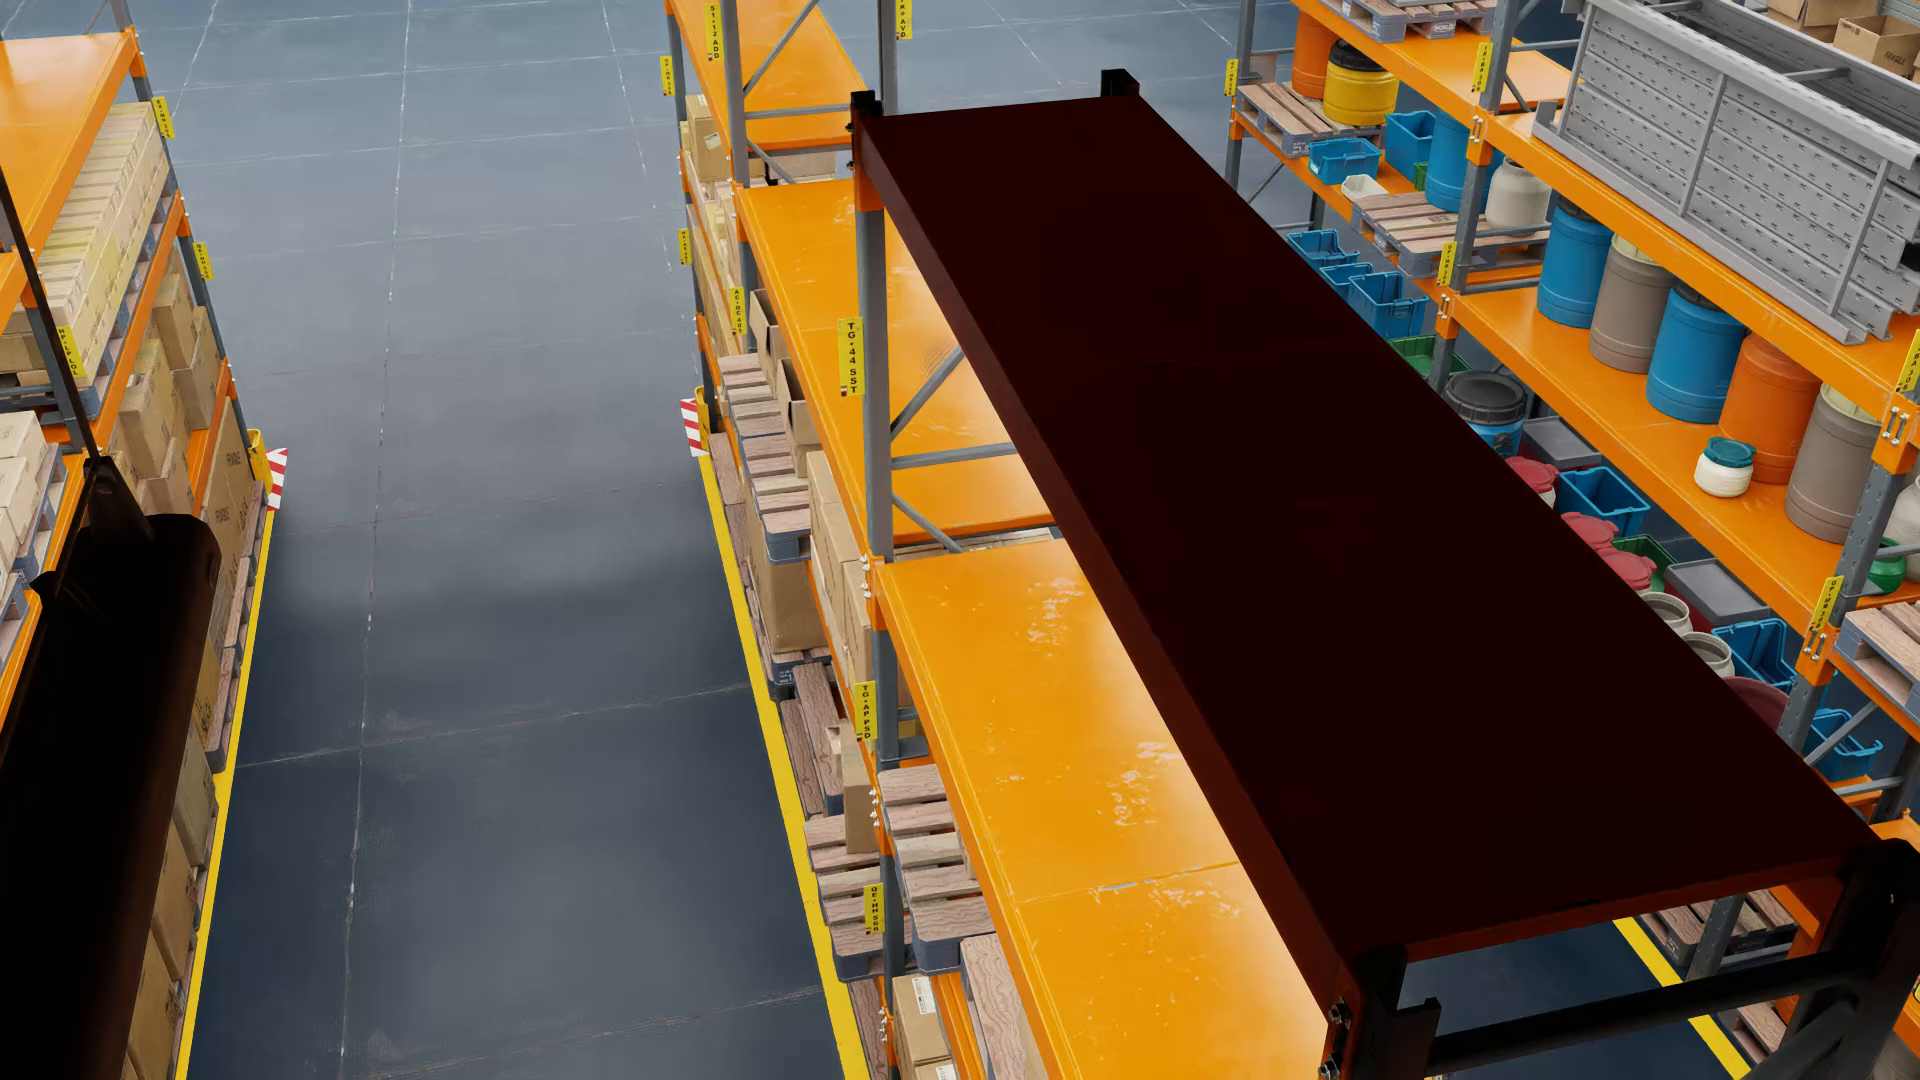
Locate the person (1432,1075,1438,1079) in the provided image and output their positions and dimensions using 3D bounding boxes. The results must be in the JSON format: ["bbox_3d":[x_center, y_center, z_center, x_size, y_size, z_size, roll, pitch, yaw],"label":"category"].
[{"bbox_3d":[1.992,2.876,8.102,0.545,1.605,1.035,-10,36,-14],"label":"person"}]
